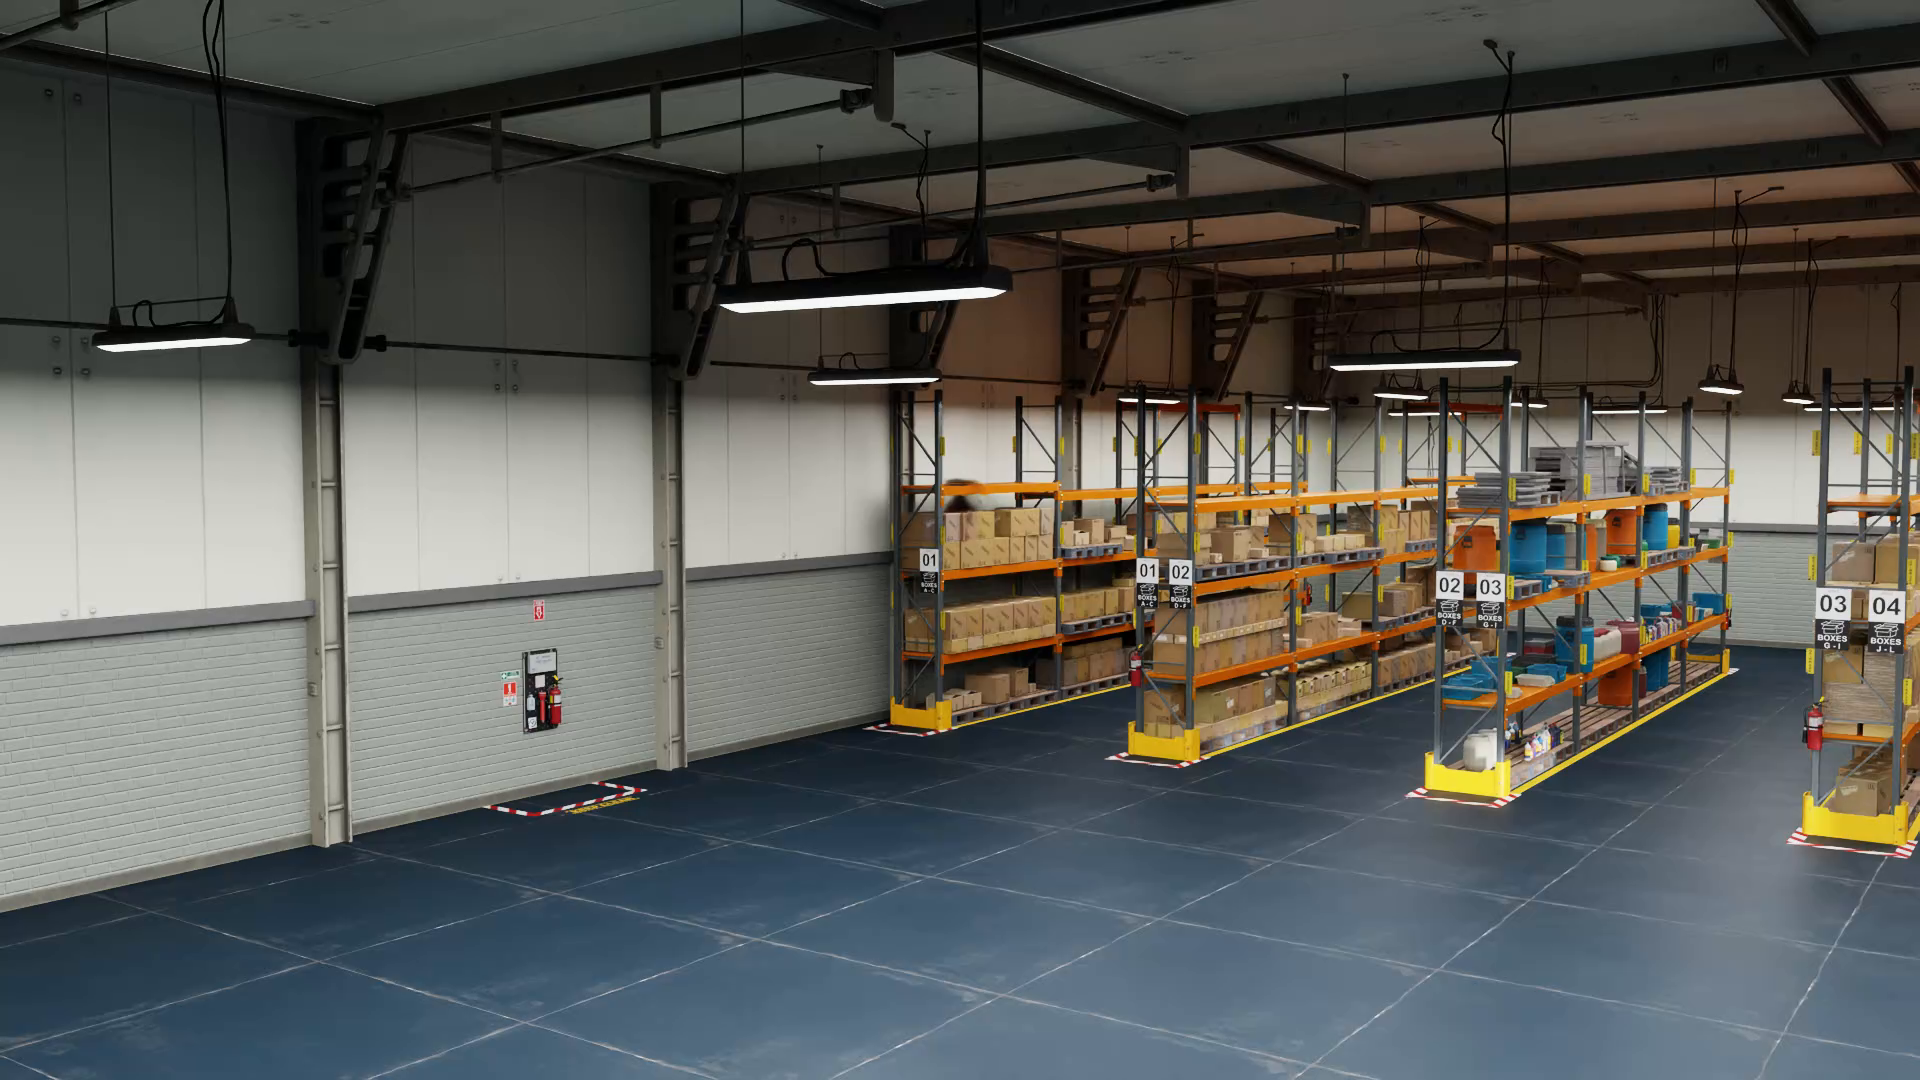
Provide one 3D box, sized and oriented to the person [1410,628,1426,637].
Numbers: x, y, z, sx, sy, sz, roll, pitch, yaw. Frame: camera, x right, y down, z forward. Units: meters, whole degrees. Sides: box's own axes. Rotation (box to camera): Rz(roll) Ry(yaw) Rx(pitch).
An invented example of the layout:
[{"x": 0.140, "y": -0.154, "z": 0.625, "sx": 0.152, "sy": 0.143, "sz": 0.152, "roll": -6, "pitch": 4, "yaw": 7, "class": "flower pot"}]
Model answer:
[{"x": 11.491, "y": 1.763, "z": 41.854, "sx": 0.621, "sy": 1.773, "sz": 0.447, "roll": 1, "pitch": 3, "yaw": 10, "class": "person"}]
